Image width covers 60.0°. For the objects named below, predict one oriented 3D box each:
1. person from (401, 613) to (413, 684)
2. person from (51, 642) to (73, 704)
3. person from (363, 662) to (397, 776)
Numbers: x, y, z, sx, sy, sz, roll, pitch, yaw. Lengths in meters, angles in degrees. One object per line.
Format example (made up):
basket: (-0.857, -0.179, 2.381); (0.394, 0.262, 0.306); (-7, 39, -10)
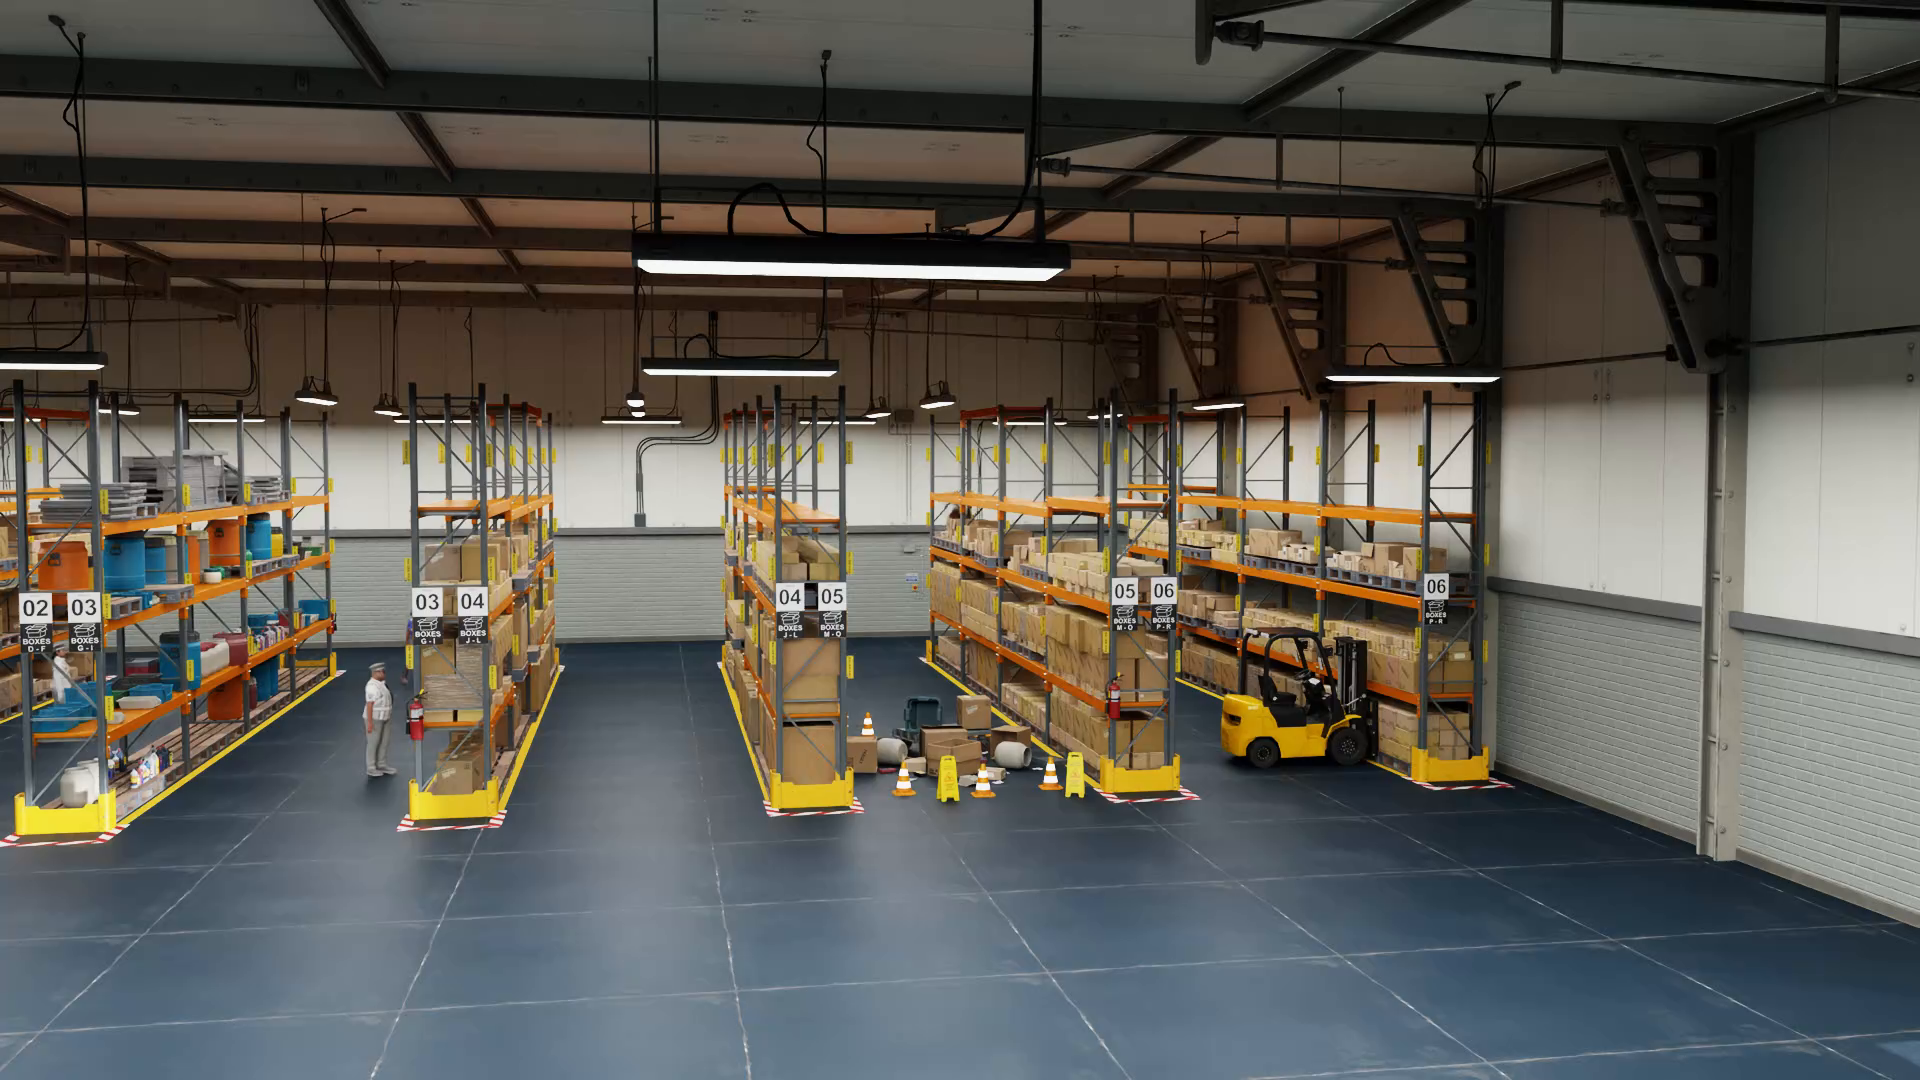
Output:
person: (-12.001, 2.368, 36.607); (0.438, 1.580, 0.641); (1, 3, 25)
person: (-15.909, 2.658, 29.491); (0.372, 1.701, 0.520); (-2, 4, -37)
person: (-9.120, 2.801, 26.018); (0.404, 1.769, 0.611); (0, 3, 4)
